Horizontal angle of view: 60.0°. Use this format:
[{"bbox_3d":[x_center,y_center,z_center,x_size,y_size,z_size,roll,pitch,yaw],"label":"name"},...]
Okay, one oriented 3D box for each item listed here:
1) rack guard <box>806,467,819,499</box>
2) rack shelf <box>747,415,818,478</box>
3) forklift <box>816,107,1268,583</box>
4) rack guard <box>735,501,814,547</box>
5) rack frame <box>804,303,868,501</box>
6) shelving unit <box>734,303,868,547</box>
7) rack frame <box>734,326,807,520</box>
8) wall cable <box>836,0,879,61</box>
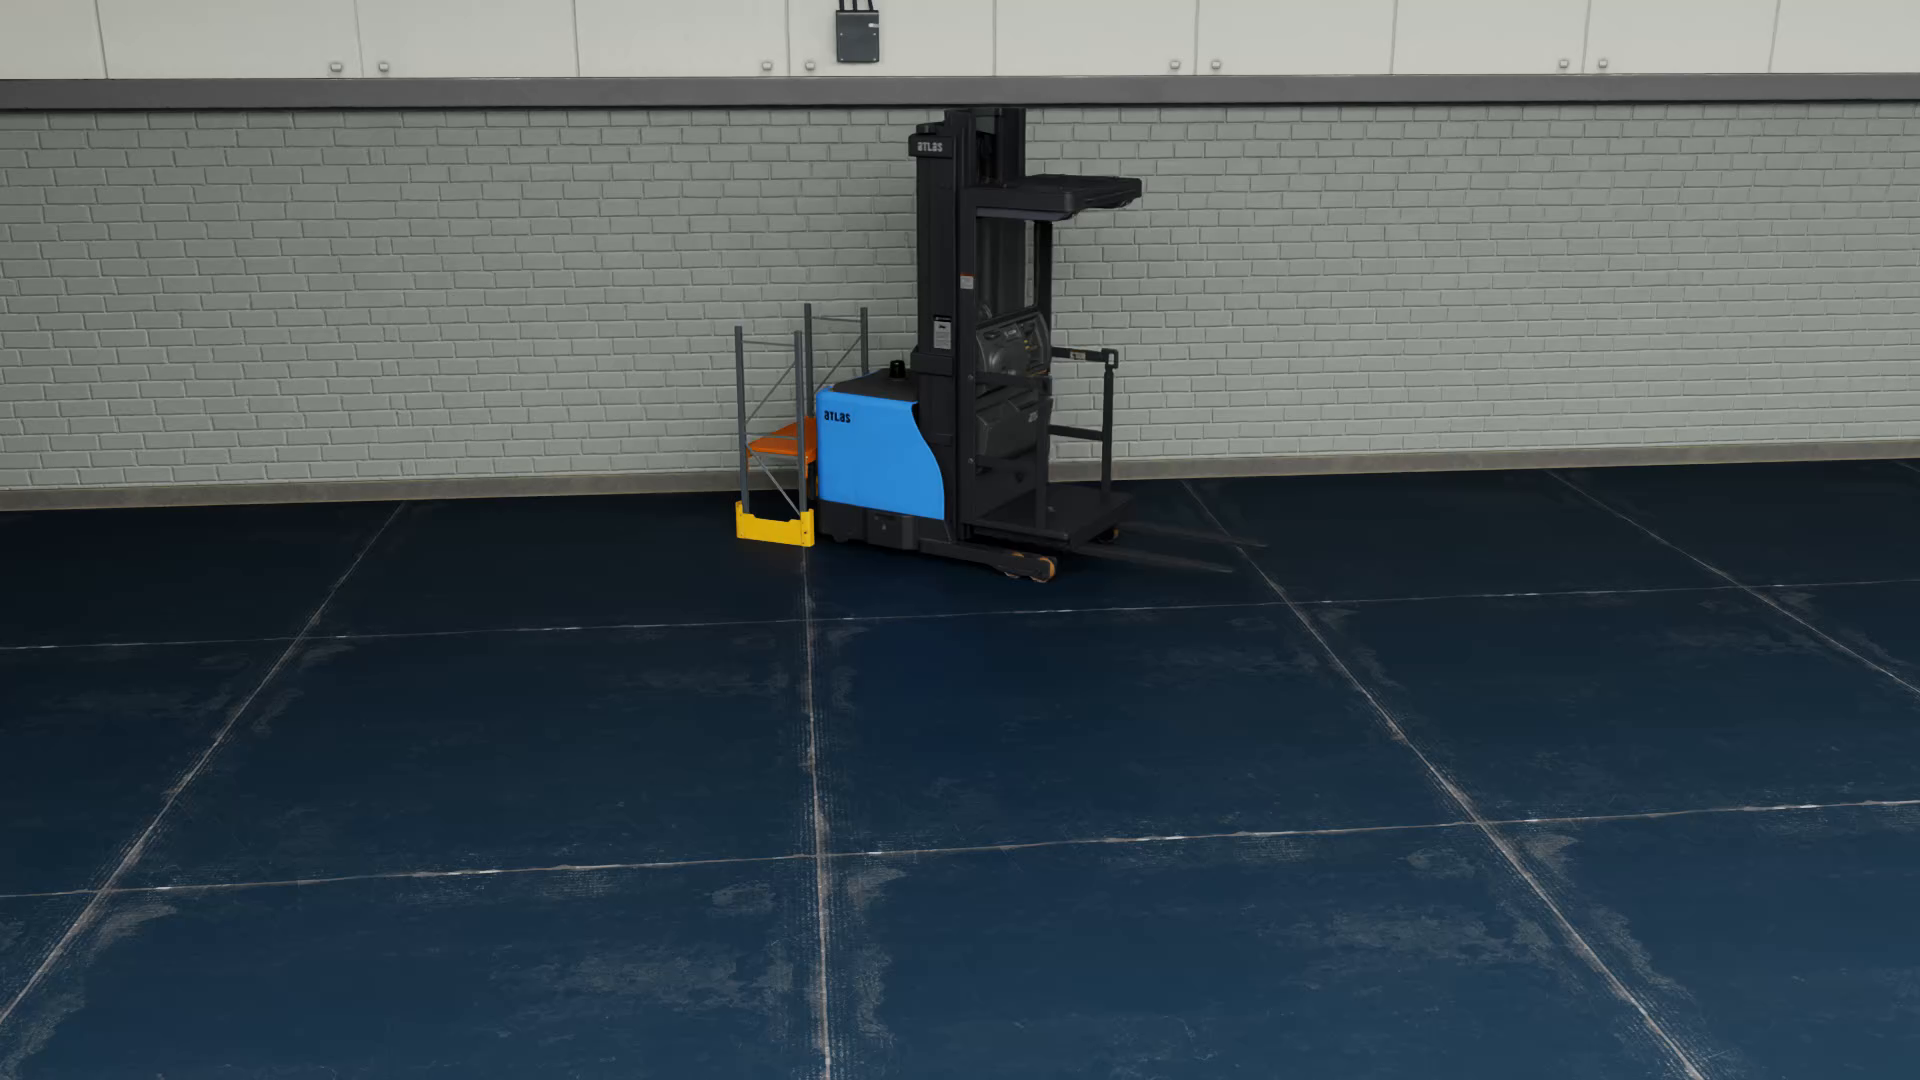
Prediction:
[{"bbox_3d":[-0.914,-0.391,12.506,0.587,0.250,0.087,7,19,21],"label":"rack guard"},{"bbox_3d":[-1.101,-0.681,11.942,0.538,0.185,1.000,7,19,21],"label":"rack shelf"},{"bbox_3d":[0.536,-1.300,10.924,3.031,2.935,1.130,10,20,28],"label":"forklift"},{"bbox_3d":[-1.296,-0.116,11.628,0.587,0.250,0.087,7,19,21],"label":"rack guard"},{"bbox_3d":[-0.907,-0.993,12.336,0.500,1.500,0.032,7,19,21],"label":"rack frame"},{"bbox_3d":[-1.105,-0.850,11.880,0.587,1.500,1.083,7,19,21],"label":"shelving unit"},{"bbox_3d":[-1.296,-0.712,11.440,0.500,1.500,0.032,7,19,21],"label":"rack frame"},{"bbox_3d":[0.261,-6.347,11.194,2.305,6.003,0.169,-2,18,-6],"label":"wall cable"}]
